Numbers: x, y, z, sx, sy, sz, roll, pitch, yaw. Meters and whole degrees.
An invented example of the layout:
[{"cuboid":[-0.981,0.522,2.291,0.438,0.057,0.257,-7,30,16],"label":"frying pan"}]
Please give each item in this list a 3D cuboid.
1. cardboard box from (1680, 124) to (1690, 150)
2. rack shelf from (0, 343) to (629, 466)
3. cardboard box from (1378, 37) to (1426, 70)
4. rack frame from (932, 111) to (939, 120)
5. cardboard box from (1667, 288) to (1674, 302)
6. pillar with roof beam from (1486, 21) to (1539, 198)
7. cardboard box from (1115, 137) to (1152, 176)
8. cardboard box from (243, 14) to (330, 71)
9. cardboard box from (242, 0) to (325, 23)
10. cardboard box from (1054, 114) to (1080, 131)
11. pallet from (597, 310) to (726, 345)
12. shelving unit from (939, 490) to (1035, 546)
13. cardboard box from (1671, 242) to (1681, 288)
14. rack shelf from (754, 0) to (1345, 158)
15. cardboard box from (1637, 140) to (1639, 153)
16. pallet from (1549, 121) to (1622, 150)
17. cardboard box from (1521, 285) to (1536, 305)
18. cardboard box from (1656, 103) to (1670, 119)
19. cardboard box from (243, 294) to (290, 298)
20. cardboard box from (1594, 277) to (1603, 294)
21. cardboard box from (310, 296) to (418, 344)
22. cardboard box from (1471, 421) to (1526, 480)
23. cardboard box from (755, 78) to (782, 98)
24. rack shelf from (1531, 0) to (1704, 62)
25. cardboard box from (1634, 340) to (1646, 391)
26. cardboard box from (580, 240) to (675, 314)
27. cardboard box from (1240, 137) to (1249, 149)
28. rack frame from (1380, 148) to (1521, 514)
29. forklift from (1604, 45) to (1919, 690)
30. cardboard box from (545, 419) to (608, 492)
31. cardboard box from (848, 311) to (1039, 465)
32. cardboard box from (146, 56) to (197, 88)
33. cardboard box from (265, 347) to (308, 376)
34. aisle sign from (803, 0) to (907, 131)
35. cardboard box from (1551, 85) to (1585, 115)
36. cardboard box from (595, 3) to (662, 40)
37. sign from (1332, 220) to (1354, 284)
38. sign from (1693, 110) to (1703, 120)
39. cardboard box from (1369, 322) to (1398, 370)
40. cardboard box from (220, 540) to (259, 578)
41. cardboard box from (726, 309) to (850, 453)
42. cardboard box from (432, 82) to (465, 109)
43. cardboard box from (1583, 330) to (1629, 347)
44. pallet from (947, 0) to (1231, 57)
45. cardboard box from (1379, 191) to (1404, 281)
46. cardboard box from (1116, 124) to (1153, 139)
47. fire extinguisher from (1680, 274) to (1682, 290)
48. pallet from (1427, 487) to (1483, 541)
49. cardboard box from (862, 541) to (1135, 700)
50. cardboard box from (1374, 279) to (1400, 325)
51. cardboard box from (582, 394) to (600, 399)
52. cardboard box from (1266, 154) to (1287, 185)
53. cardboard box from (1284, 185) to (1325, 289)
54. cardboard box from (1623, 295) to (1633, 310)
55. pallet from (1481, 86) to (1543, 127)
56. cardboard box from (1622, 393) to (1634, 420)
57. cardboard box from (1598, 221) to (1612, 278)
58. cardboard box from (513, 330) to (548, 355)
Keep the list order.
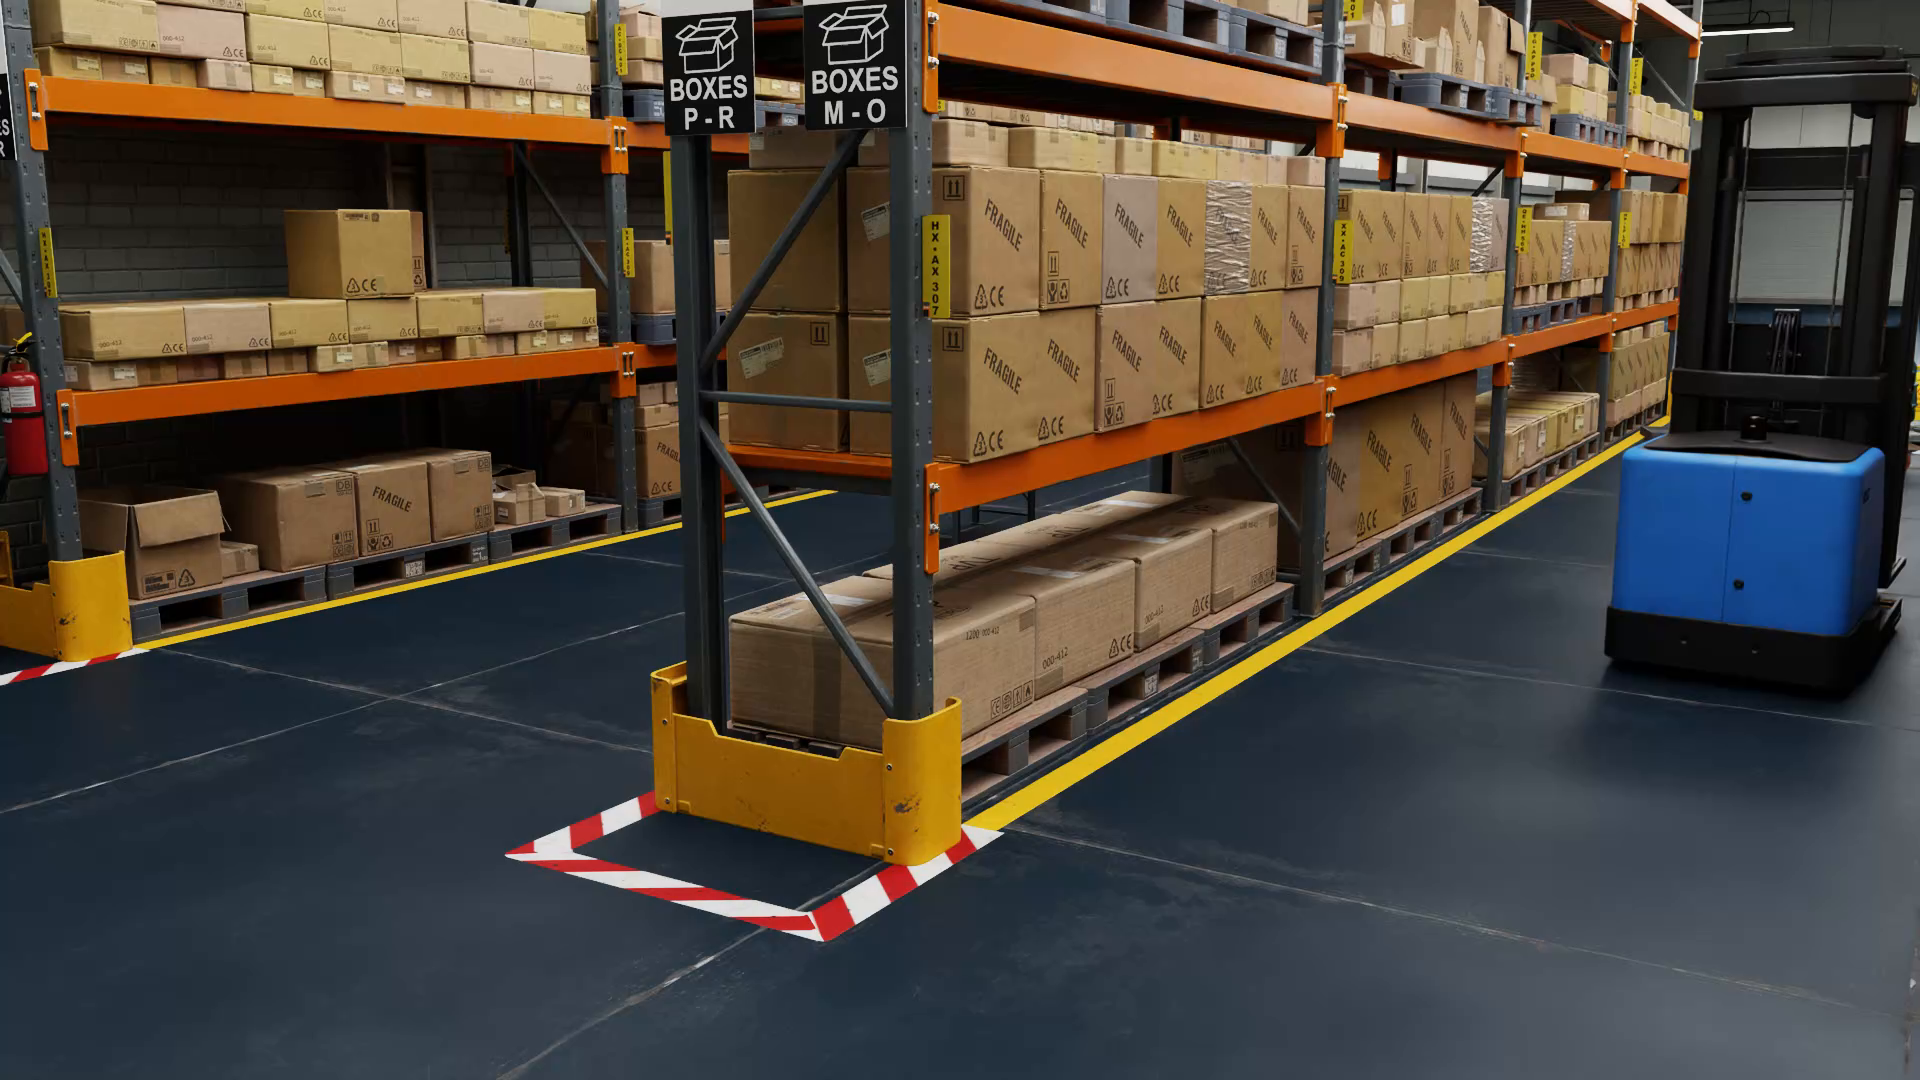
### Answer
[{"cuboid":[7.724,-4.424,18.296,0.500,0.250,0.500,6,12,30],"label":"cardboard box"},{"cuboid":[-3.753,-0.902,9.988,1.077,0.370,4.000,6,12,31],"label":"rack shelf"},{"cuboid":[2.485,-2.828,9.663,0.380,0.166,0.250,5,12,27],"label":"cardboard box"},{"cuboid":[-0.638,-5.148,14.410,1.000,3.000,0.127,6,12,31],"label":"rack frame"},{"cuboid":[7.711,-2.730,18.483,0.380,0.149,0.250,6,12,30],"label":"cardboard box"},{"cuboid":[15.408,-8.802,33.930,9.100,9.000,0.548,6,12,31],"label":"pillar with roof beam"},{"cuboid":[0.560,-1.559,6.790,0.380,0.149,0.250,7,12,31],"label":"cardboard box"},{"cuboid":[-3.805,-2.692,9.047,0.500,0.250,0.500,6,12,29],"label":"cardboard box"},{"cuboid":[-3.817,-2.938,8.998,0.500,0.250,0.500,6,12,30],"label":"cardboard box"},{"cuboid":[0.872,-4.256,16.630,0.500,0.311,0.500,6,12,29],"label":"cardboard box"},{"cuboid":[-2.207,-1.591,12.235,1.003,0.211,1.213,6,12,31],"label":"pallet"},{"cuboid":[0.044,-0.751,11.302,0.538,1.500,1.048,6,12,31],"label":"shelving unit"},{"cuboid":[7.713,-3.067,18.520,0.500,0.500,0.500,6,12,30],"label":"cardboard box"},{"cuboid":[0.491,-1.902,7.182,1.077,0.370,4.000,6,12,31],"label":"rack shelf"},{"cuboid":[6.436,-3.852,16.323,0.380,0.149,0.250,7,13,32],"label":"cardboard box"},{"cuboid":[5.271,-3.649,15.070,1.213,0.211,1.003,6,12,31],"label":"pallet"},{"cuboid":[4.291,-1.921,13.022,0.380,0.149,0.250,5,12,27],"label":"cardboard box"},{"cuboid":[7.069,-4.400,17.087,0.380,0.149,0.250,7,13,32],"label":"cardboard box"},{"cuboid":[-3.978,-1.351,10.035,0.500,0.250,0.500,6,12,31],"label":"cardboard box"},{"cuboid":[5.652,-2.330,15.204,0.380,0.149,0.250,7,12,32],"label":"cardboard box"},{"cuboid":[-3.557,-1.301,9.764,0.500,0.250,0.500,6,12,29],"label":"cardboard box"},{"cuboid":[3.908,-0.728,13.105,0.950,0.372,0.625,5,12,27],"label":"cardboard box"},{"cuboid":[-1.552,-3.385,12.417,0.380,0.149,0.250,7,13,32],"label":"cardboard box"},{"cuboid":[6.721,-5.262,16.987,1.077,0.370,4.000,6,12,31],"label":"rack shelf"},{"cuboid":[6.758,-1.812,17.186,0.500,0.500,0.500,7,13,34],"label":"cardboard box"},{"cuboid":[-2.273,-1.880,11.847,0.700,0.500,0.500,7,13,32],"label":"cardboard box"},{"cuboid":[3.345,-4.904,20.531,0.380,0.149,0.250,6,12,29],"label":"cardboard box"},{"cuboid":[3.606,-1.725,12.433,1.000,3.000,0.127,6,12,31],"label":"rack frame"},{"cuboid":[4.368,-0.983,8.653,1.130,2.935,3.031,7,13,34],"label":"forklift"},{"cuboid":[-2.713,-0.653,12.357,0.500,0.500,0.500,6,12,30],"label":"cardboard box"},{"cuboid":[-0.053,-0.564,5.960,0.500,0.500,0.500,6,12,30],"label":"cardboard box"},{"cuboid":[-4.166,-2.402,8.579,0.380,0.149,0.250,6,12,31],"label":"cardboard box"},{"cuboid":[-3.871,-1.008,9.284,0.380,0.149,0.250,7,12,32],"label":"cardboard box"},{"cuboid":[-0.337,-1.706,5.264,0.394,0.787,0.004,6,12,31],"label":"aisle sign"},{"cuboid":[4.971,-3.697,14.077,0.500,0.250,0.500,7,12,31],"label":"cardboard box"},{"cuboid":[-2.260,-3.540,11.311,0.396,0.266,0.258,6,12,30],"label":"cardboard box"},{"cuboid":[2.004,-1.508,8.703,0.100,0.325,0.005,6,12,31],"label":"sign"},{"cuboid":[8.223,-4.837,18.496,0.100,0.325,0.005,6,12,31],"label":"sign"},{"cuboid":[2.251,-1.148,9.756,0.500,0.250,0.500,6,12,29],"label":"cardboard box"},{"cuboid":[-4.139,0.104,9.268,0.380,0.149,0.250,6,12,28],"label":"cardboard box"},{"cuboid":[-0.523,-0.617,6.243,0.500,0.500,0.500,6,12,31],"label":"cardboard box"},{"cuboid":[-3.221,-2.679,10.058,0.380,0.149,0.250,7,13,33],"label":"cardboard box"},{"cuboid":[6.336,-1.978,16.311,0.380,0.149,0.250,7,12,32],"label":"cardboard box"},{"cuboid":[0.461,-2.208,7.102,1.003,0.211,1.213,6,12,31],"label":"pallet"},{"cuboid":[2.244,-1.761,9.636,0.500,0.500,0.500,6,12,30],"label":"cardboard box"},{"cuboid":[1.931,-4.476,18.244,0.380,0.149,0.250,7,13,32],"label":"cardboard box"},{"cuboid":[8.213,-2.919,19.021,0.296,0.674,0.183,6,12,31],"label":"fire extinguisher"},{"cuboid":[3.132,-0.238,12.065,1.003,0.211,1.213,6,12,31],"label":"pallet"},{"cuboid":[0.178,0.328,7.288,0.875,0.438,0.875,7,13,32],"label":"cardboard box"},{"cuboid":[2.245,-1.395,9.718,0.500,0.250,0.500,7,12,32],"label":"cardboard box"},{"cuboid":[-2.638,-0.994,12.414,0.380,0.149,0.250,6,12,31],"label":"cardboard box"},{"cuboid":[1.412,-1.846,8.324,0.380,0.149,0.250,7,13,32],"label":"cardboard box"},{"cuboid":[1.520,-1.536,8.434,0.500,0.500,0.500,6,12,30],"label":"cardboard box"},{"cuboid":[6.477,-2.375,16.584,0.380,0.149,0.250,7,13,32],"label":"cardboard box"},{"cuboid":[3.317,-3.000,11.606,1.213,0.211,1.003,7,13,33],"label":"pallet"},{"cuboid":[6.487,-1.361,16.819,0.500,0.250,0.500,7,13,34],"label":"cardboard box"},{"cuboid":[5.639,-2.662,15.212,0.500,0.500,0.500,6,12,30],"label":"cardboard box"},{"cuboid":[-2.895,-1.286,10.768,0.380,0.149,0.250,7,13,32],"label":"cardboard box"}]
